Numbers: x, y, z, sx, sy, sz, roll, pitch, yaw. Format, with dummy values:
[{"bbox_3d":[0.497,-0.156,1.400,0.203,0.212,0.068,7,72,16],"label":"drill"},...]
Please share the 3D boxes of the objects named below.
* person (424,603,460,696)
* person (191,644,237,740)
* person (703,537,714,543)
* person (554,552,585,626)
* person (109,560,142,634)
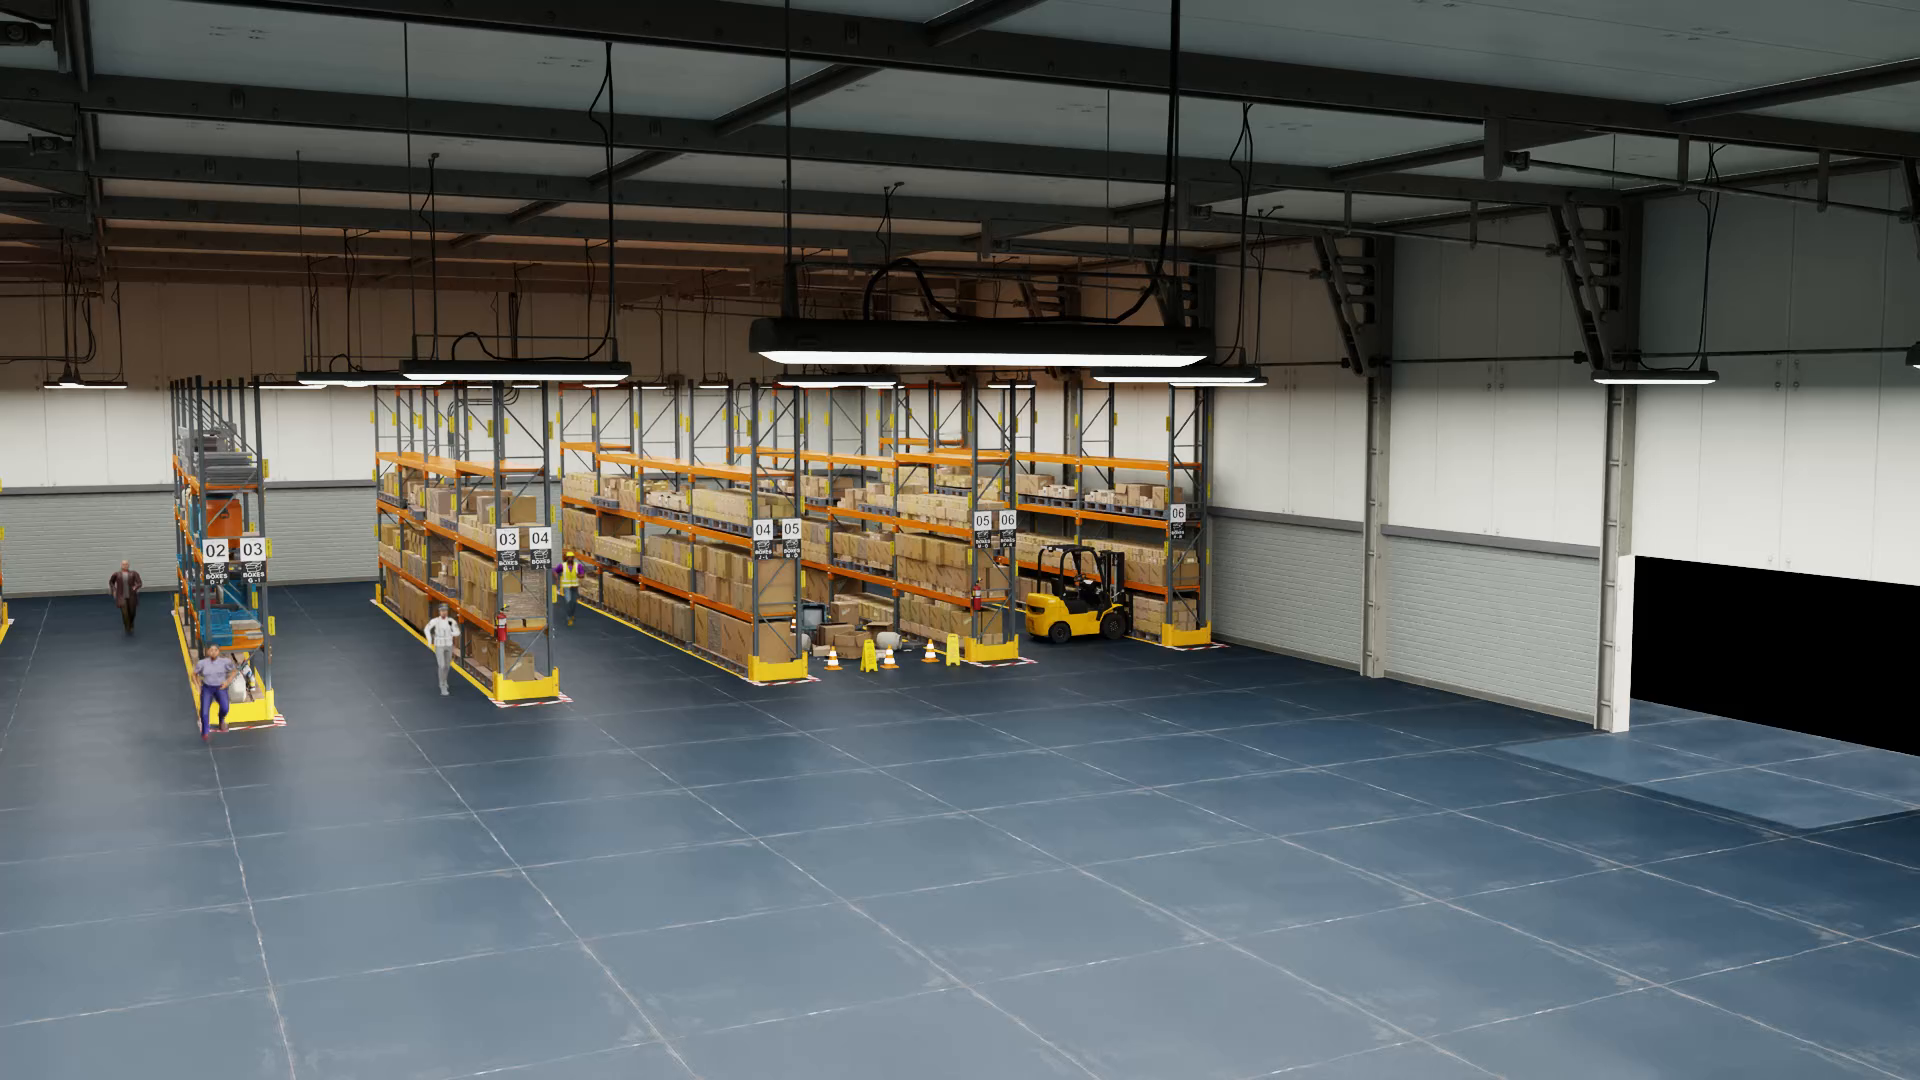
[{"bbox_3d":[-9.826,2.053,31.644,0.589,1.731,0.807,-3,6,-33],"label":"person"},{"bbox_3d":[-12.320,2.534,27.522,0.695,1.633,0.517,-3,6,-31],"label":"person"},{"bbox_3d":[-7.591,0.436,50.295,0.867,1.667,0.579,-3,6,-29],"label":"person"},{"bbox_3d":[-9.590,1.172,40.965,0.692,1.779,0.922,-2,6,-25],"label":"person"},{"bbox_3d":[-19.787,1.342,39.459,0.709,1.741,0.792,-3,6,-28],"label":"person"}]
